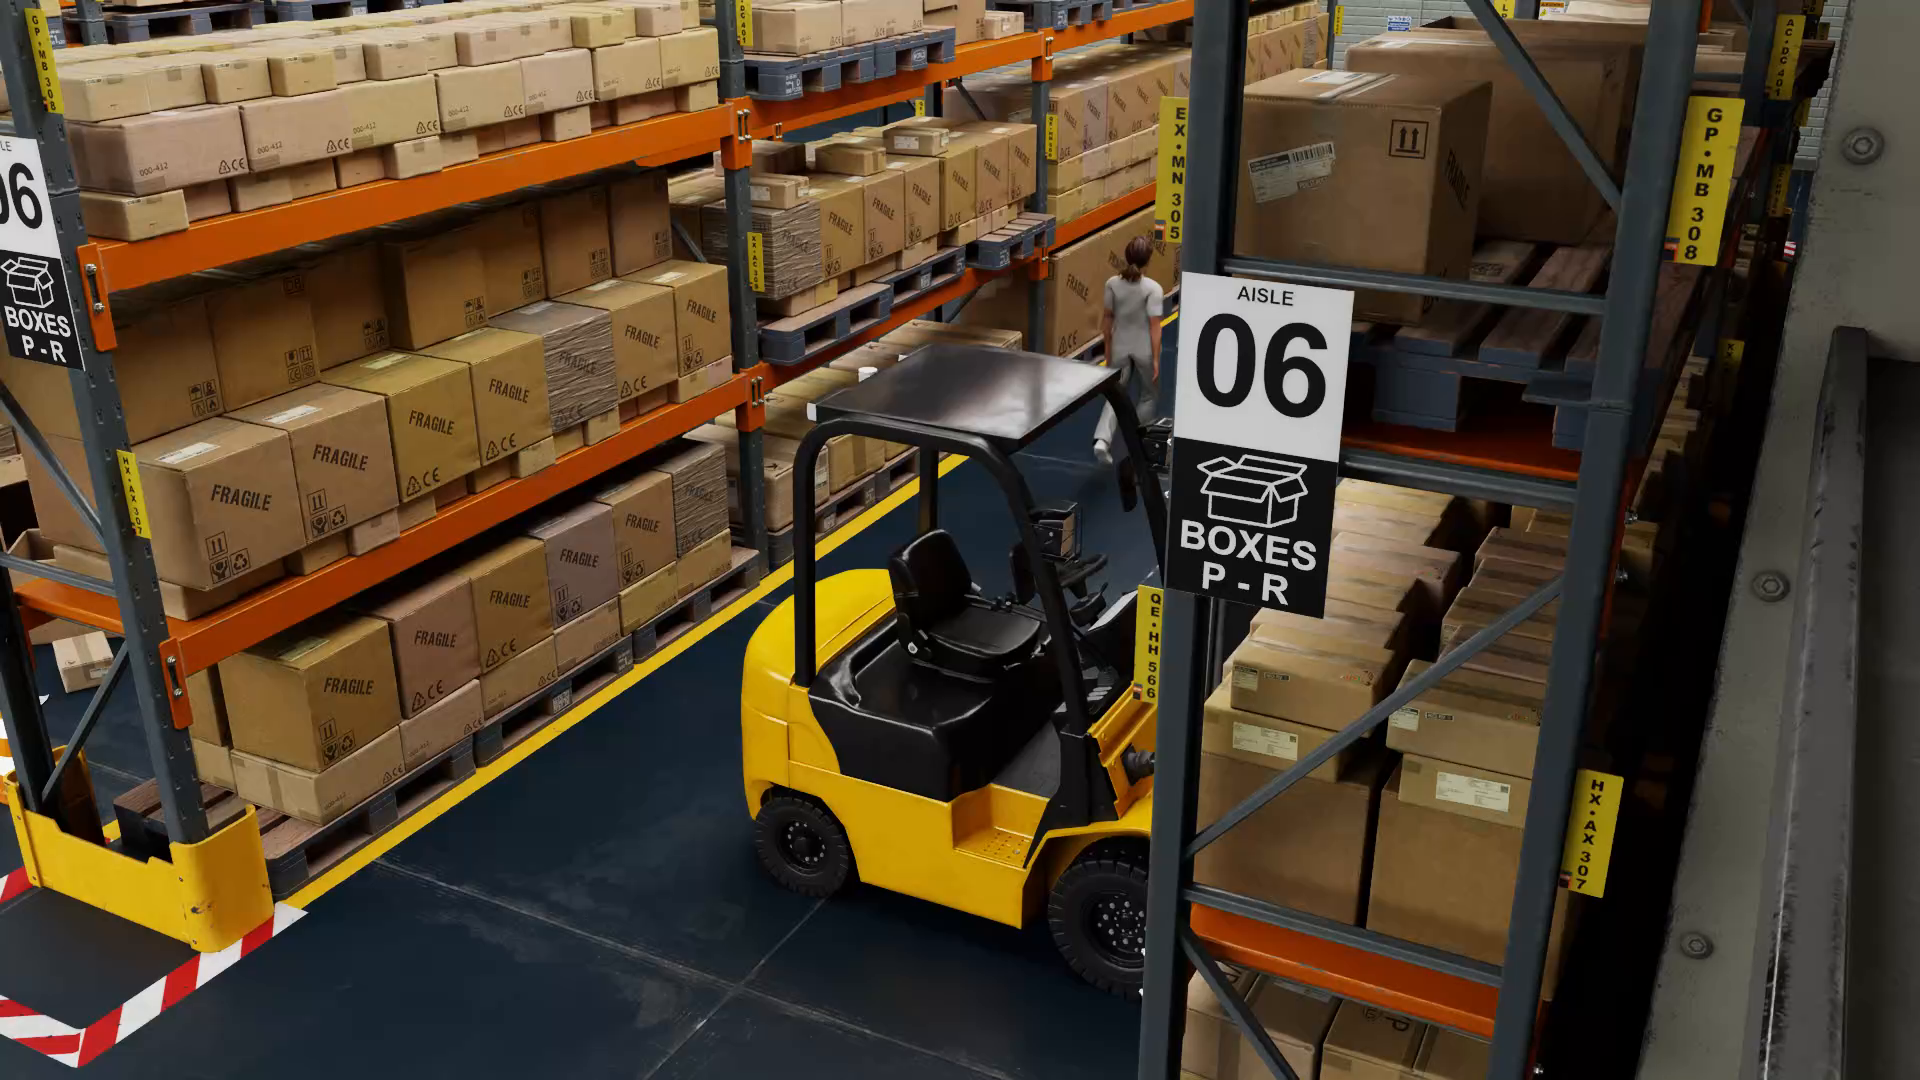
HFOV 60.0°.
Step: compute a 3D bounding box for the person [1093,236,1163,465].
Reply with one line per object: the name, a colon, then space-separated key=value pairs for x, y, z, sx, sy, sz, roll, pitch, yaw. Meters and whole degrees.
person: x=1.172 y=-1.274 z=11.419 sx=0.451 sy=1.639 sz=0.840 roll=11 pitch=25 yaw=24
